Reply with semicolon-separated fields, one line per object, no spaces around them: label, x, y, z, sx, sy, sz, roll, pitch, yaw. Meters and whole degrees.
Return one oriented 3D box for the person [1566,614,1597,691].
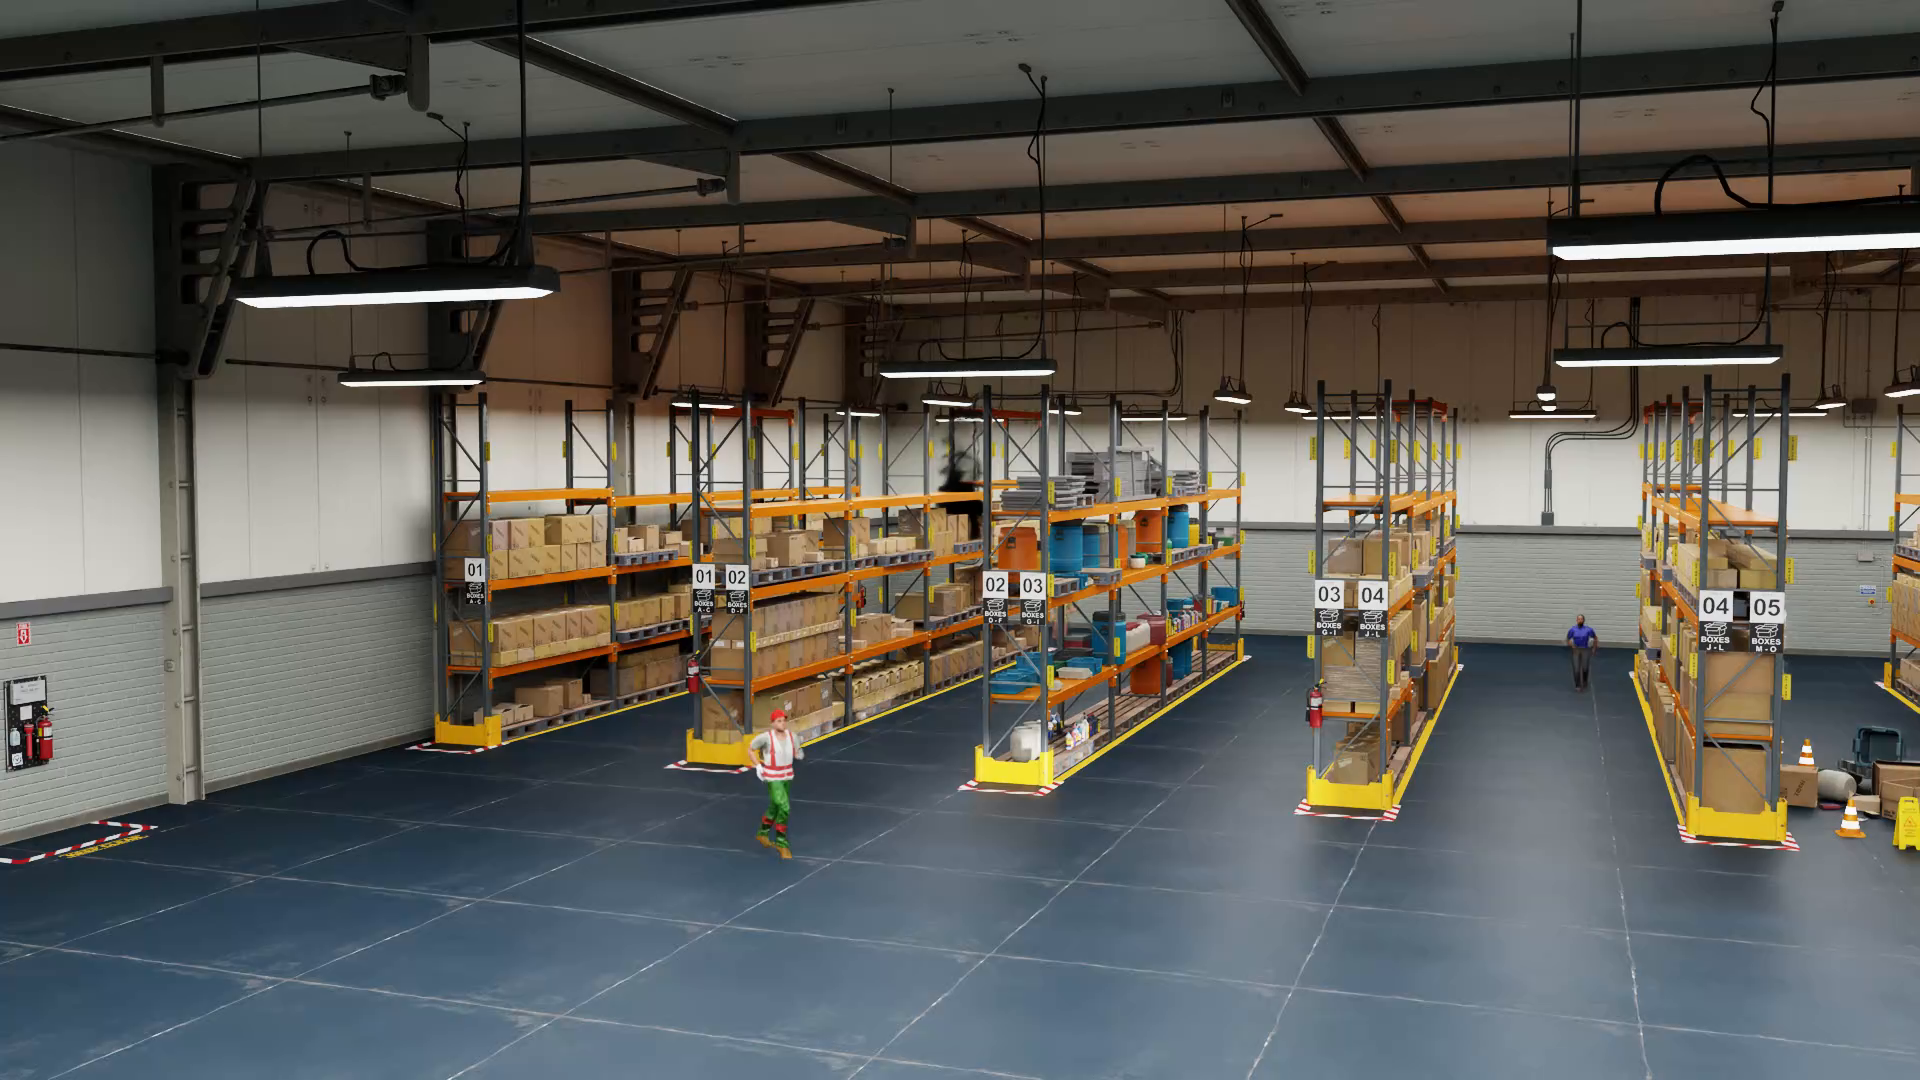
person;12.910;2.354;34.551;0.618;1.590;0.522;1;3;20

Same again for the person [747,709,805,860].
person;-2.256;3.015;20.686;0.798;1.851;0.618;3;4;45

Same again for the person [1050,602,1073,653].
person;2.264;1.899;37.563;0.565;1.698;0.571;1;3;13
